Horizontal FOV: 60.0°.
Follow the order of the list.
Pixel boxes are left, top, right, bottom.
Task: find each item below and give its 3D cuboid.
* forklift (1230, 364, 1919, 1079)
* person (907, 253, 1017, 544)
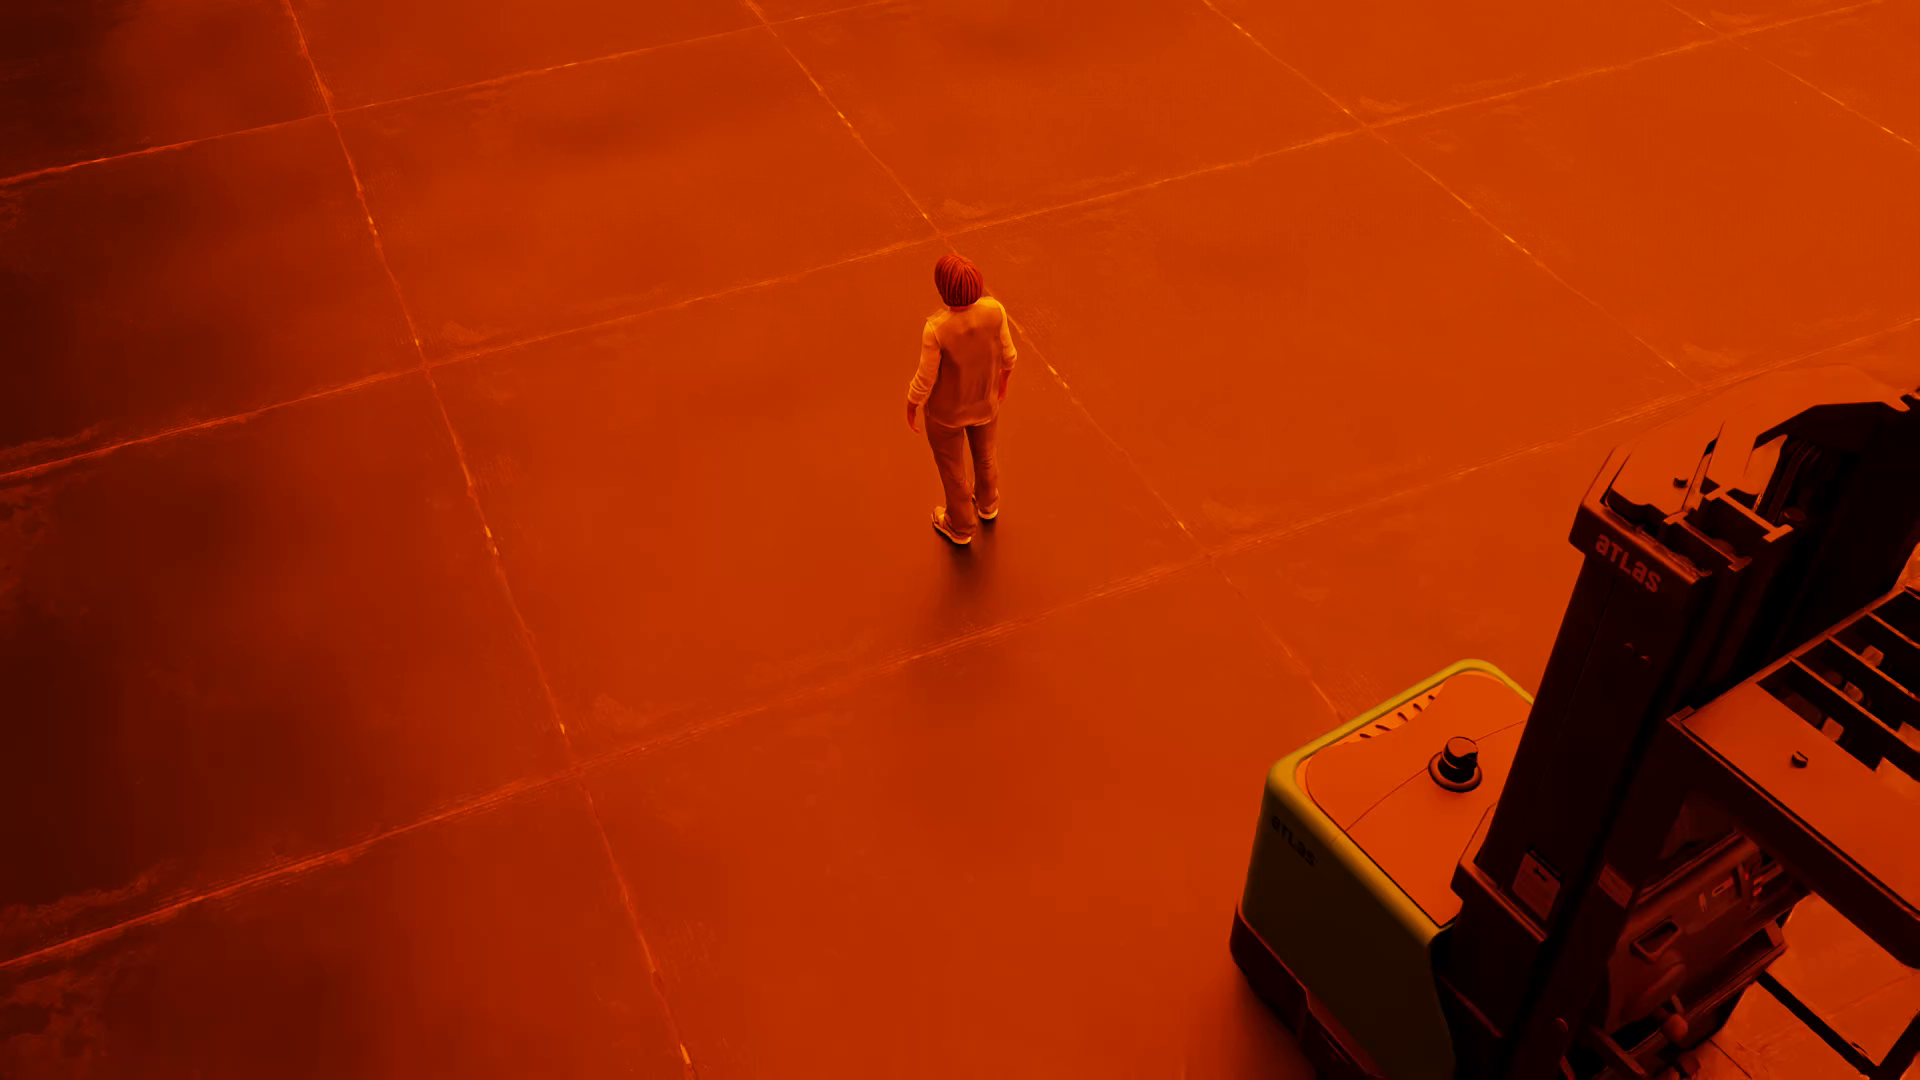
[{"bbox_3d":[2.213,1.129,4.470,1.130,2.935,3.031,-24,48,-23],"label":"forklift"},{"bbox_3d":[-0.018,-0.639,7.332,0.520,1.597,0.475,-18,46,-18],"label":"person"}]
